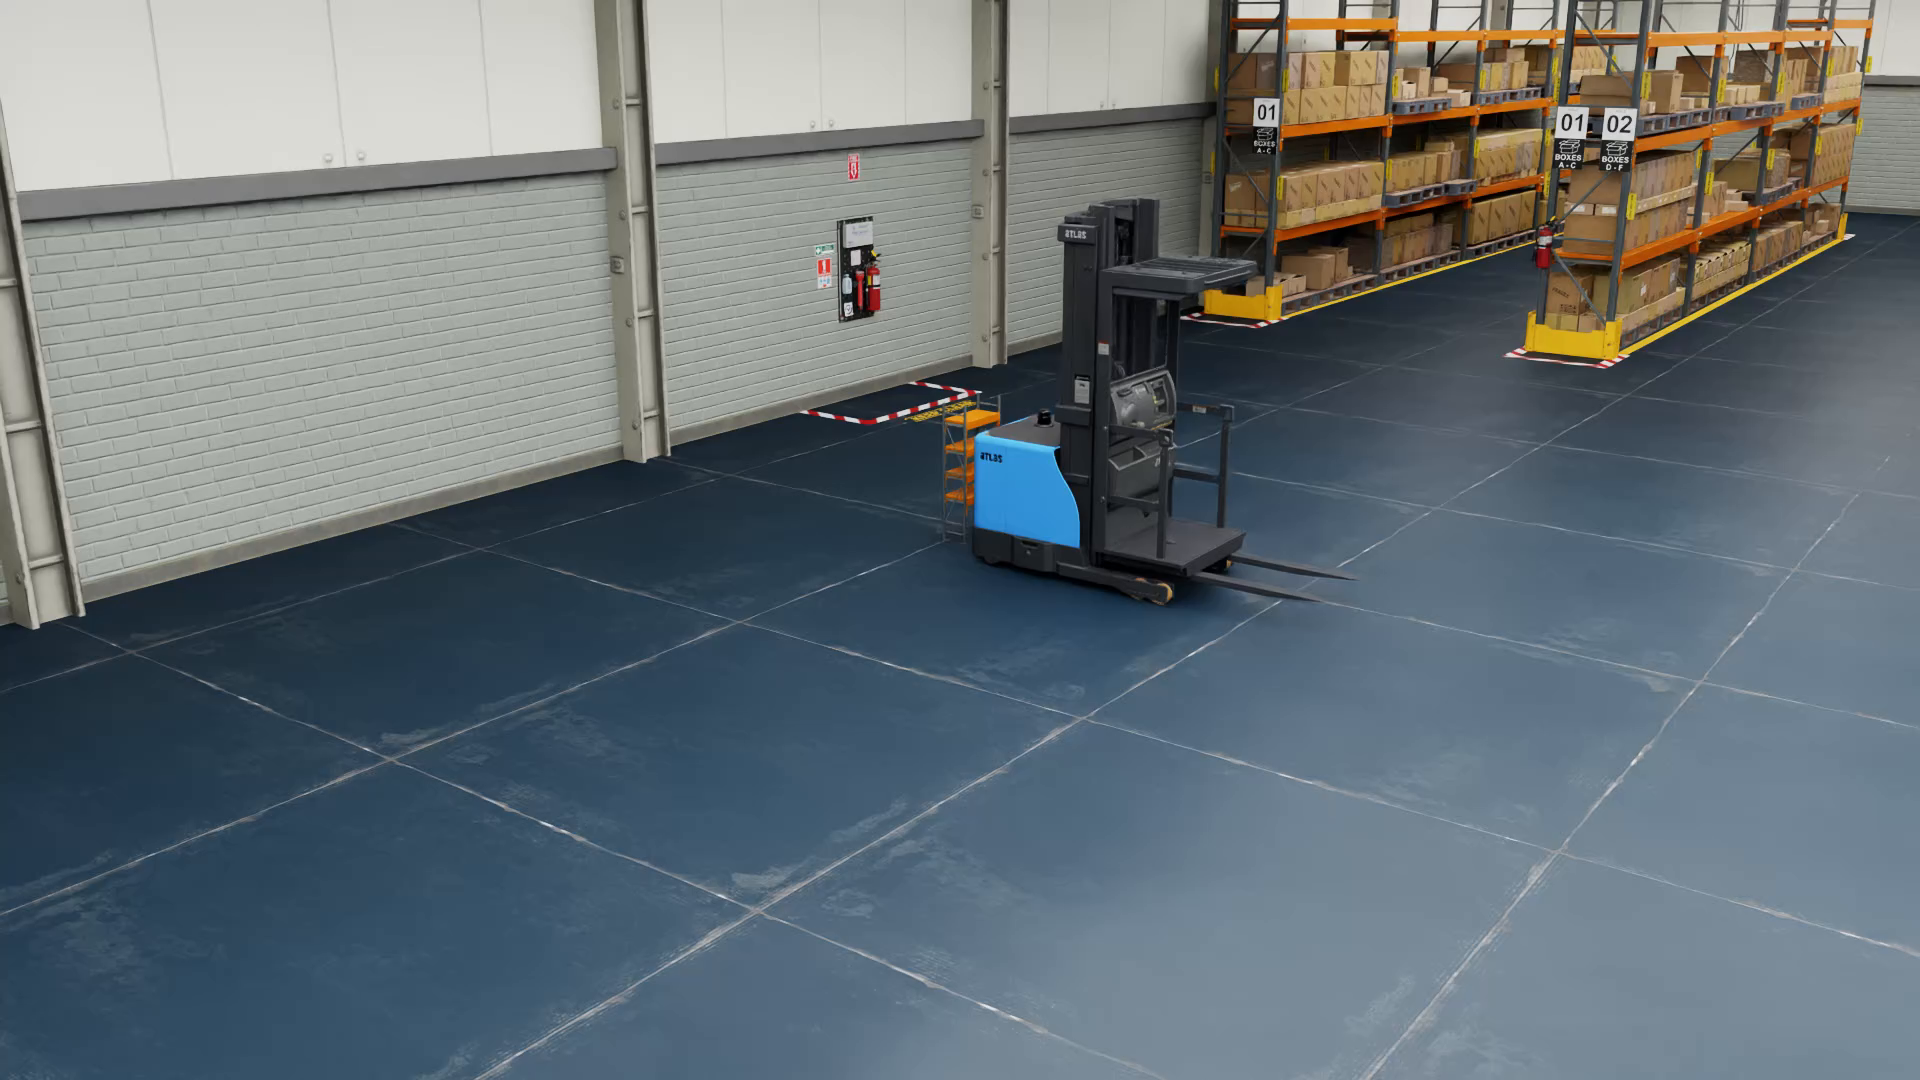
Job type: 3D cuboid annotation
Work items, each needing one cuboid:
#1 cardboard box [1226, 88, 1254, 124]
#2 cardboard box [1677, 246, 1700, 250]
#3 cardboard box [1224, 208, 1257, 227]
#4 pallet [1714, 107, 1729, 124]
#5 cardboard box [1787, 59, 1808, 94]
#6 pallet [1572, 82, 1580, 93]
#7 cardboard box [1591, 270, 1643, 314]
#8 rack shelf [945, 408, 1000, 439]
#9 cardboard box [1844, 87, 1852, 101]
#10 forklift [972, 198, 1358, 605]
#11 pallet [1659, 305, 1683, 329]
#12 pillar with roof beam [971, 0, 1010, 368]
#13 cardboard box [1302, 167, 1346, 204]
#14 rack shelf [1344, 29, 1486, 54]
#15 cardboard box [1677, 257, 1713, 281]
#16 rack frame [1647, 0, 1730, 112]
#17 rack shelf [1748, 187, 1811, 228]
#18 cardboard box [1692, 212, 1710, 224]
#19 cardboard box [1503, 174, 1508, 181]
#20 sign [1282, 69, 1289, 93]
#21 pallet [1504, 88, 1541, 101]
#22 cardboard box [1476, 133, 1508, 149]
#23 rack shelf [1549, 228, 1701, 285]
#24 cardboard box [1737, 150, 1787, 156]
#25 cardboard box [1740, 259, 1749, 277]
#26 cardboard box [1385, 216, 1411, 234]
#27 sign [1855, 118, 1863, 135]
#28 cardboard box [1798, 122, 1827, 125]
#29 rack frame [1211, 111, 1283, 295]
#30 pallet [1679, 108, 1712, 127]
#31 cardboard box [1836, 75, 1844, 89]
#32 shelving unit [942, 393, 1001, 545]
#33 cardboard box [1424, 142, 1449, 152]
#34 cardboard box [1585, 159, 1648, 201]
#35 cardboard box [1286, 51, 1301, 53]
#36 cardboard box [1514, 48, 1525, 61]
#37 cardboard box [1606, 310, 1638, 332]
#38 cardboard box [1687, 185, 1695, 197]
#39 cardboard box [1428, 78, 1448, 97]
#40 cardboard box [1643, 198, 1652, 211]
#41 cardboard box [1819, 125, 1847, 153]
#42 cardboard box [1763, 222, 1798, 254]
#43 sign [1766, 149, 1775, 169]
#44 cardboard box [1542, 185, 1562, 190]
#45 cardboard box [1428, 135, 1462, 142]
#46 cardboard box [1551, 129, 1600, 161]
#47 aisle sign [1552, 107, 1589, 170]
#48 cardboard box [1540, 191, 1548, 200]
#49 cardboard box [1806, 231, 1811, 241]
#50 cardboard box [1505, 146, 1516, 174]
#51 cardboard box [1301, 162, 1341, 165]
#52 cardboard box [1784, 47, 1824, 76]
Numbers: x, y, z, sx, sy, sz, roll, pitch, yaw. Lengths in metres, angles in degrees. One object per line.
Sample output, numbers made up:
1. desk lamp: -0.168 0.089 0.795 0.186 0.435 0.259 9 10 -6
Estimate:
1. cardboard box: 4.274 -6.453 24.705 0.500 0.500 0.500 14 22 39
2. cardboard box: 11.816 -4.684 27.253 0.500 0.311 0.500 12 21 33
3. cardboard box: 4.351 -4.902 25.191 0.500 0.250 0.500 13 21 35
4. pallet: 11.107 -6.450 25.222 0.805 0.209 1.217 11 21 33
5. cardboard box: 15.000 -8.424 30.210 0.600 0.600 0.600 10 20 30
6. pallet: 12.602 -9.549 35.028 1.003 0.211 1.213 12 21 35
7. cardboard box: 9.003 -3.398 22.791 0.500 0.500 0.500 12 21 35
8. rack shelf: 0.099 -0.988 14.076 0.258 0.148 0.480 12 21 35
9. cardboard box: 17.054 -8.708 32.424 0.500 0.250 0.500 12 21 35
10. forklift: 1.593 -1.085 12.795 3.031 2.935 1.130 12 21 34
11. pallet: 10.085 -3.383 24.782 1.003 0.211 1.213 12 21 35
12. pillar with roof beam: 3.833 -5.814 17.791 9.100 9.000 0.400 12 21 35
13. cardboard box: 5.667 -5.538 25.975 0.500 0.500 0.500 13 22 36
14. rack shelf: 7.803 -8.578 28.581 1.077 0.370 4.000 12 21 35
15. cardboard box: 11.341 -4.225 25.774 0.500 0.311 0.500 12 21 34
16. rack frame: 10.592 -7.762 24.065 1.000 3.000 0.127 12 21 35
17. rack shelf: 14.167 -5.982 29.664 1.077 0.370 4.000 12 21 35
18. cardboard box: 11.284 -4.952 25.556 0.380 0.149 0.250 12 21 35
19. cardboard box: 10.445 -7.080 32.374 0.380 0.149 0.250 13 22 36
20. sign: 4.664 -6.573 23.820 0.100 0.325 0.005 12 21 35
21. pallet: 10.872 -8.791 32.759 0.805 0.209 1.217 11 21 33
22. cardboard box: 10.087 -7.592 31.666 0.500 0.250 0.500 13 21 35
23. rack shelf: 9.401 -4.077 23.528 1.077 0.370 4.000 12 21 35
24. cardboard box: 14.538 -6.802 30.214 0.500 0.500 0.700 -16 23 -42
25. cardboard box: 12.858 -4.569 27.826 0.500 0.250 0.500 13 21 36
26. cardboard box: 7.603 -5.554 29.280 0.500 0.250 0.500 12 21 33
27. sign: 18.176 -8.356 33.609 0.100 0.325 0.005 12 21 35
28. cardboard box: 17.266 -8.221 33.805 0.500 0.500 0.500 13 22 36
29. rack frame: 4.228 -4.819 24.703 1.000 3.000 0.127 12 21 35
30. pallet: 10.105 -6.079 23.854 1.003 0.211 1.213 12 21 35
31. cardboard box: 16.452 -8.710 31.587 0.500 0.250 0.500 12 21 35
32. shelving unit: 0.099 -0.612 14.193 0.258 1.200 0.503 12 21 35
33. cardboard box: 8.634 -7.125 30.126 0.380 0.149 0.250 9 19 26
34. cardboard box: 8.838 -4.859 22.478 0.700 0.500 0.500 12 21 33
35. cardboard box: 5.209 -7.299 25.743 0.500 0.500 0.500 12 21 35
36. cardboard box: 10.749 -9.539 32.670 0.500 0.250 0.500 14 22 39
37. cardboard box: 9.002 -3.040 22.903 0.500 0.250 0.500 12 21 35
38. cardboard box: 10.602 -5.152 24.514 0.380 0.149 0.250 12 21 35
39. cardboard box: 8.148 -7.923 29.434 0.797 0.503 0.637 16 24 42
40. cardboard box: 9.229 -4.603 22.747 0.380 0.149 0.250 12 21 33
41. cardboard box: 17.092 -7.881 32.710 0.500 0.500 0.500 13 22 36
42. cardboard box: 14.994 -5.534 30.480 0.500 0.500 0.500 13 21 35
43. sign: 13.423 -6.305 27.538 0.100 0.325 0.005 12 21 35
44. cardboard box: 12.888 -7.647 36.222 0.380 0.149 0.250 13 21 35
45. cardboard box: 9.057 -7.435 31.161 0.500 0.250 0.500 13 22 36
46. cardboard box: 13.466 -8.650 36.533 0.980 0.700 0.700 14 22 37
47. aisle sign: 7.934 -5.222 21.618 0.394 0.787 0.004 12 21 35
48. cardboard box: 12.257 -7.203 34.793 0.380 0.149 0.250 13 22 37
49. cardboard box: 16.290 -5.929 32.314 0.380 0.166 0.250 12 21 35
50. cardboard box: 10.410 -7.360 32.184 0.500 0.500 0.500 13 22 36
51. cardboard box: 5.853 -5.870 27.043 0.500 0.500 0.500 12 21 34
52. cardboard box: 15.618 -8.883 30.878 0.700 0.500 0.500 12 21 35
